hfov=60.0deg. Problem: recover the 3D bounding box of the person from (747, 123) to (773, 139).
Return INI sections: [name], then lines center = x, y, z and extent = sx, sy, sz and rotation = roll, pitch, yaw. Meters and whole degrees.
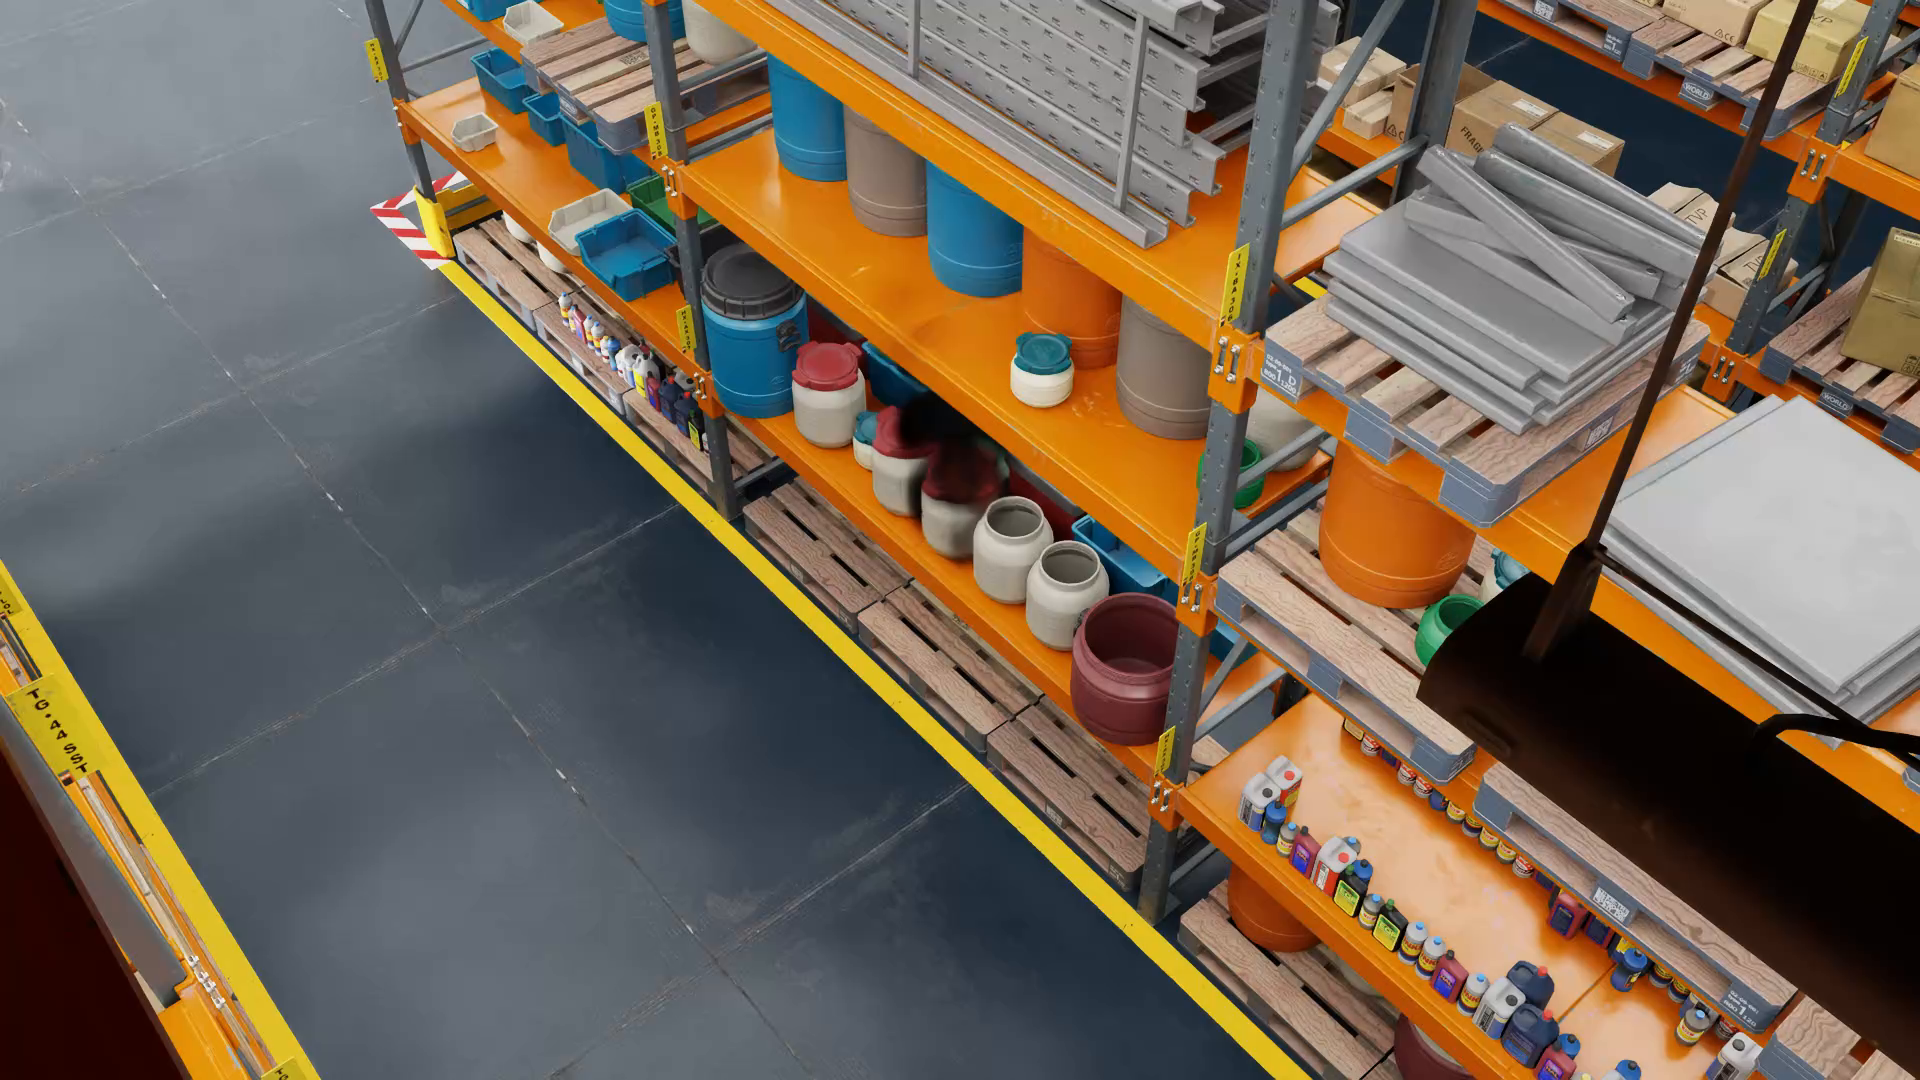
[person]
center = -1.413, -3.038, 12.582
extent = 0.972, 1.762, 0.690
rotation = 25, 51, 22
